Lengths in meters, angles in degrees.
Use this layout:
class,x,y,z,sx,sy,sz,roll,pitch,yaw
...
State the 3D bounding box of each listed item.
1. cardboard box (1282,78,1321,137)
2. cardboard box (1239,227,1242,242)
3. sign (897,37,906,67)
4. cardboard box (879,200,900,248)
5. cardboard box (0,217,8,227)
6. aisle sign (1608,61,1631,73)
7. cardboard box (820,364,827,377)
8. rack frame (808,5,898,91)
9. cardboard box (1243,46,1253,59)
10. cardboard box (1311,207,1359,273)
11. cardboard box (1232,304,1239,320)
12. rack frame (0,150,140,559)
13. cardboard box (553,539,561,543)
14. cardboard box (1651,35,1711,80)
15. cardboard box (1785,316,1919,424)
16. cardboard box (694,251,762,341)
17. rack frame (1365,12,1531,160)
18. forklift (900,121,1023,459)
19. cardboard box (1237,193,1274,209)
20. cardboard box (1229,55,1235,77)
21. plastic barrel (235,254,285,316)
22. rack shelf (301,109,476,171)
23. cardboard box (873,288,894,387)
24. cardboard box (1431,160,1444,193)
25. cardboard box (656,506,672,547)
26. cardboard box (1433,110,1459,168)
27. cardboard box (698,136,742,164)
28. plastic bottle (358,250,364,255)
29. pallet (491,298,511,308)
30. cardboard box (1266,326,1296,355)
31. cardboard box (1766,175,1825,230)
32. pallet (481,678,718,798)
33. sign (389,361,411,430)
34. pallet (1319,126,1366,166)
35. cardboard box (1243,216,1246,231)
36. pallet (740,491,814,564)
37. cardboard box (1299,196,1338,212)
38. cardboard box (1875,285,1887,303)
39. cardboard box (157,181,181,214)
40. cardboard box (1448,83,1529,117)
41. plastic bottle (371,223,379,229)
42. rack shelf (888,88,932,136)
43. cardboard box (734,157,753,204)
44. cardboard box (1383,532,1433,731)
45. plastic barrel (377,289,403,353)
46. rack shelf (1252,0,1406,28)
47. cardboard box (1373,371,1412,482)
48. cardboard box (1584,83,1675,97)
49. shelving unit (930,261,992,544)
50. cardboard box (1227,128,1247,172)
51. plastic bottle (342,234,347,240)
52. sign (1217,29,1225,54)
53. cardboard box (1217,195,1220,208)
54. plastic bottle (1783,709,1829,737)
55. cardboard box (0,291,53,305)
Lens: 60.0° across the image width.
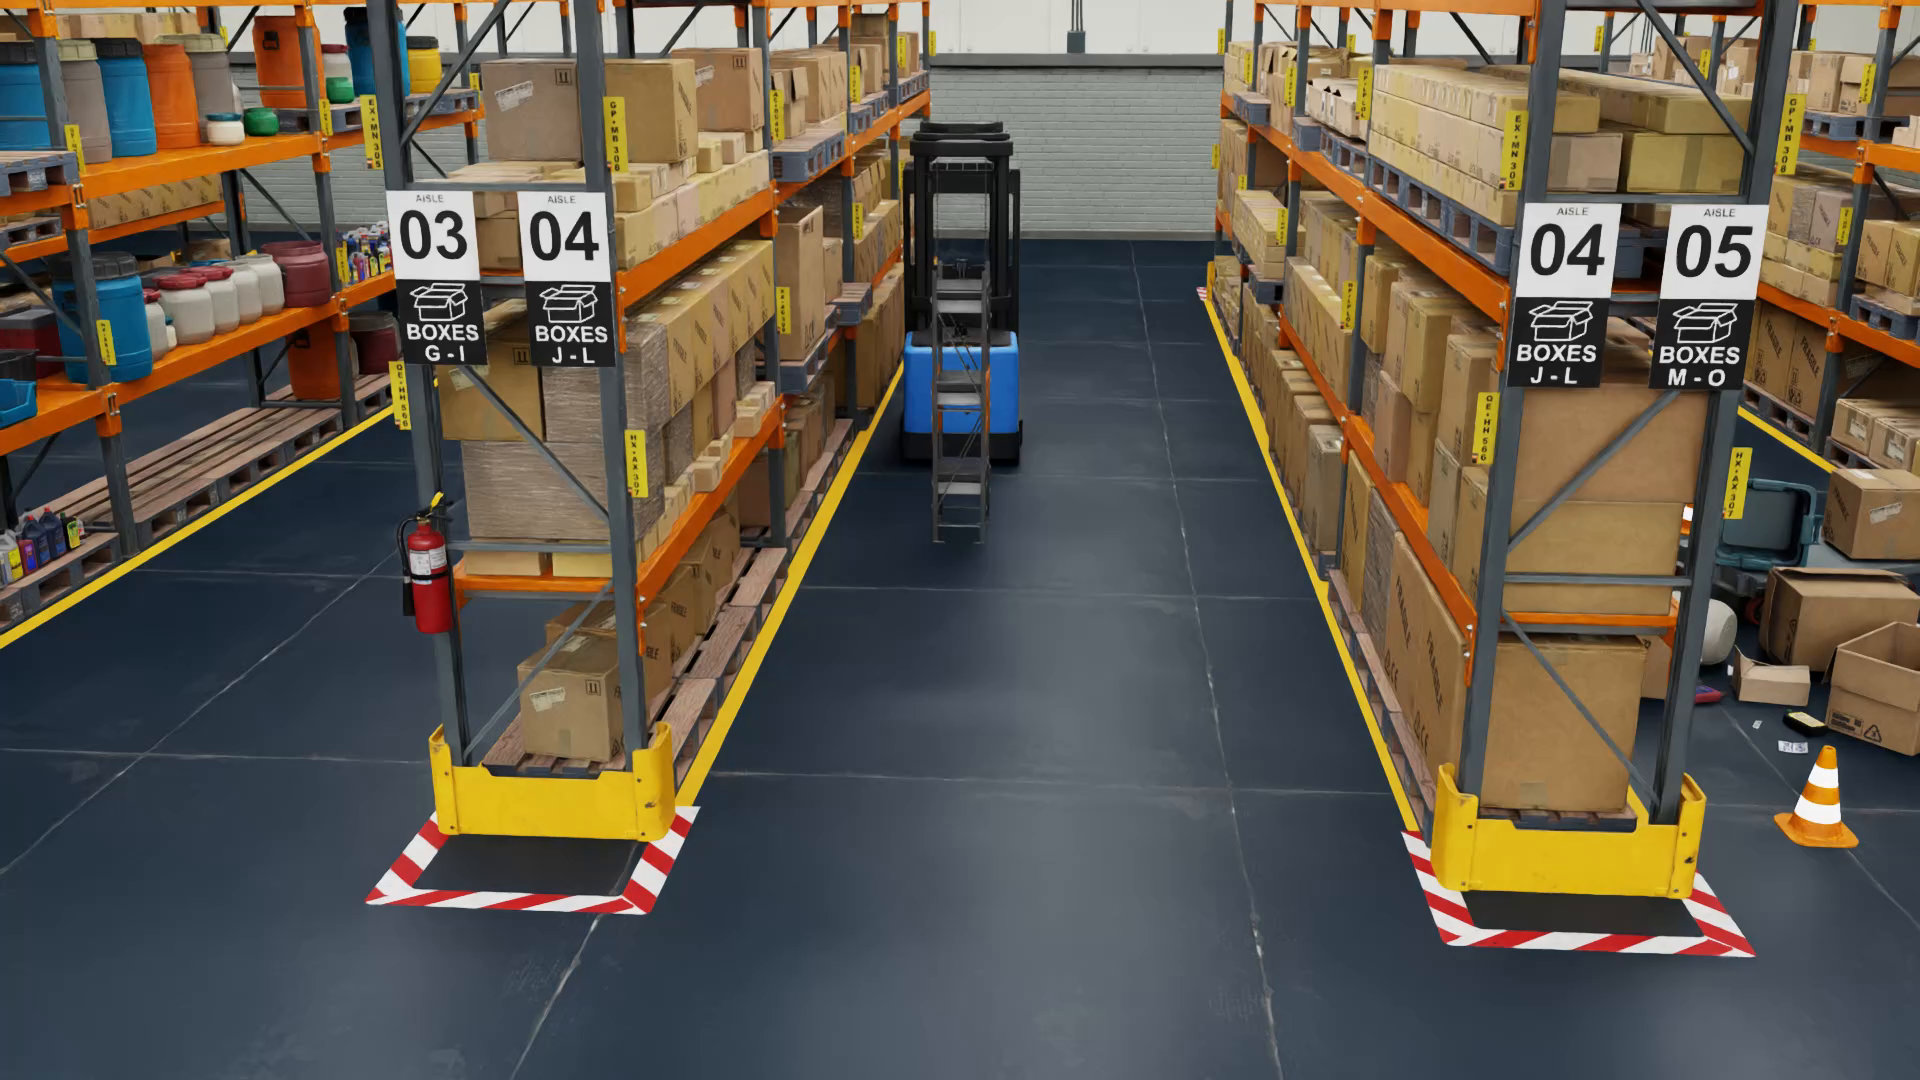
class,x,y,z,sx,sy,sz,roll,pitch,yaw
cardboard box,3.237,-3.957,15.204,0.500,0.500,0.500,1,18,4
cardboard box,3.195,-3.270,17.813,0.380,0.149,0.250,1,18,4
sign,-0.662,-5.497,18.729,0.100,0.325,0.005,1,18,4
cardboard box,-0.965,-3.582,18.876,0.500,0.500,0.500,1,18,4
cardboard box,-11.327,-3.798,18.861,0.700,0.500,0.500,4,19,13
aisle sign,8.684,-5.971,22.153,0.394,0.787,0.004,1,18,4
cardboard box,-1.508,-1.612,15.129,0.500,0.250,0.500,2,18,6
rack frame,-1.203,-6.536,18.419,1.000,3.000,0.127,1,18,4
cardboard box,3.553,-5.752,19.640,0.380,0.149,0.250,1,18,2
cardboard box,3.373,-2.527,14.053,0.700,0.500,0.500,1,18,3
cardboard box,3.449,-2.719,19.829,0.380,0.149,0.250,0,18,1
rack frame,-6.717,-1.311,12.108,1.000,3.000,0.127,1,18,4
cardboard box,-2.231,-0.010,8.539,0.380,0.149,0.250,1,18,4
cardboard box,8.674,-5.804,20.005,0.500,0.500,0.500,2,18,5
cardboard box,8.527,-1.624,15.801,0.875,0.875,0.875,1,18,3
cardboard box,-1.569,-1.564,10.634,0.500,0.500,0.500,1,18,4
rack frame,3.163,-3.910,10.403,1.000,3.000,0.127,1,18,4
forklift,0.016,-2.523,15.917,1.130,2.935,3.031,0,18,0
cardboard box,3.236,-3.707,18.194,0.380,0.149,0.250,2,18,5
cardboard box,3.648,-5.928,20.818,0.500,0.250,0.500,1,18,5
plastic barrel,-6.291,-2.283,14.892,0.421,0.512,0.421,0,18,0
rack shelf,-6.287,-4.258,17.440,1.077,0.370,4.000,1,18,4
cardboard box,-1.348,-2.124,17.324,1.225,0.875,0.875,1,18,4
cardboard box,2.654,-1.875,8.579,0.380,0.149,0.250,1,18,4
cardboard box,-1.736,-0.077,8.744,0.380,0.149,0.250,1,18,4
cardboard box,2.706,-2.028,8.407,0.500,0.250,0.500,1,18,4
cardboard box,-1.548,-2.390,10.183,0.380,0.149,0.250,1,18,2
plastic bottle,-6.069,-2.800,16.858,0.097,0.271,0.097,0,18,0
pallet,-6.045,-3.080,21.984,1.003,0.211,1.213,1,18,4
cardboard box,3.237,-1.887,16.001,0.500,0.250,0.500,1,18,3
cardboard box,8.285,-3.382,16.660,0.500,0.500,0.500,1,18,3
pallet,-1.965,1.091,9.253,1.003,0.211,1.213,1,18,4
sign,-2.616,-0.678,7.806,0.100,0.325,0.005,1,18,4
pallet,3.379,-3.088,13.016,1.003,0.211,1.213,2,18,6
cardboard box,3.180,-3.328,17.512,0.380,0.149,0.250,2,18,6
pallet,-1.723,-0.118,12.943,1.003,0.211,1.213,1,18,4
cardboard box,3.864,-3.614,17.907,0.380,0.149,0.250,1,18,2
cardboard box,8.132,-2.118,14.299,0.380,0.149,0.250,0,18,1
cardboard box,-10.669,-4.580,21.922,0.500,0.500,0.500,1,18,3
cardboard box,2.636,-2.176,8.216,0.380,0.149,0.250,1,18,4
plastic bottle,-6.619,-3.451,18.843,0.097,0.271,0.097,0,18,0
rack shelf,-1.060,-5.390,20.894,1.077,0.370,4.000,1,18,4
cardboard box,-1.597,-2.246,10.383,0.500,0.250,0.500,2,18,5
cardboard box,2.920,0.508,9.292,0.875,0.875,0.875,1,18,3
plastic barrel,-6.250,-2.610,18.766,0.600,0.901,0.708,1,18,4
rack shelf,3.593,-5.241,16.264,1.077,0.370,4.000,1,18,4
cardboard box,2.976,-0.679,9.936,0.875,0.550,0.550,1,18,4
cardboard box,3.291,-2.161,8.171,0.380,0.149,0.250,1,18,3
shelving unit,0.012,-1.049,12.753,0.431,2.100,0.503,1,18,4
cardboard box,3.604,-4.840,20.632,0.500,0.500,0.500,1,18,2
plastic bottle,-6.682,-3.174,18.000,0.097,0.271,0.097,0,18,0
sign,3.482,-6.639,22.145,0.100,0.325,0.005,1,18,4
cardboard box,3.673,-4.573,22.465,0.380,0.149,0.250,1,18,3
plastic bottle,4.865,1.052,9.615,0.133,0.061,0.283,-5,19,-15
cardboard box,-10.877,-2.616,19.397,0.500,0.500,0.500,1,18,4
